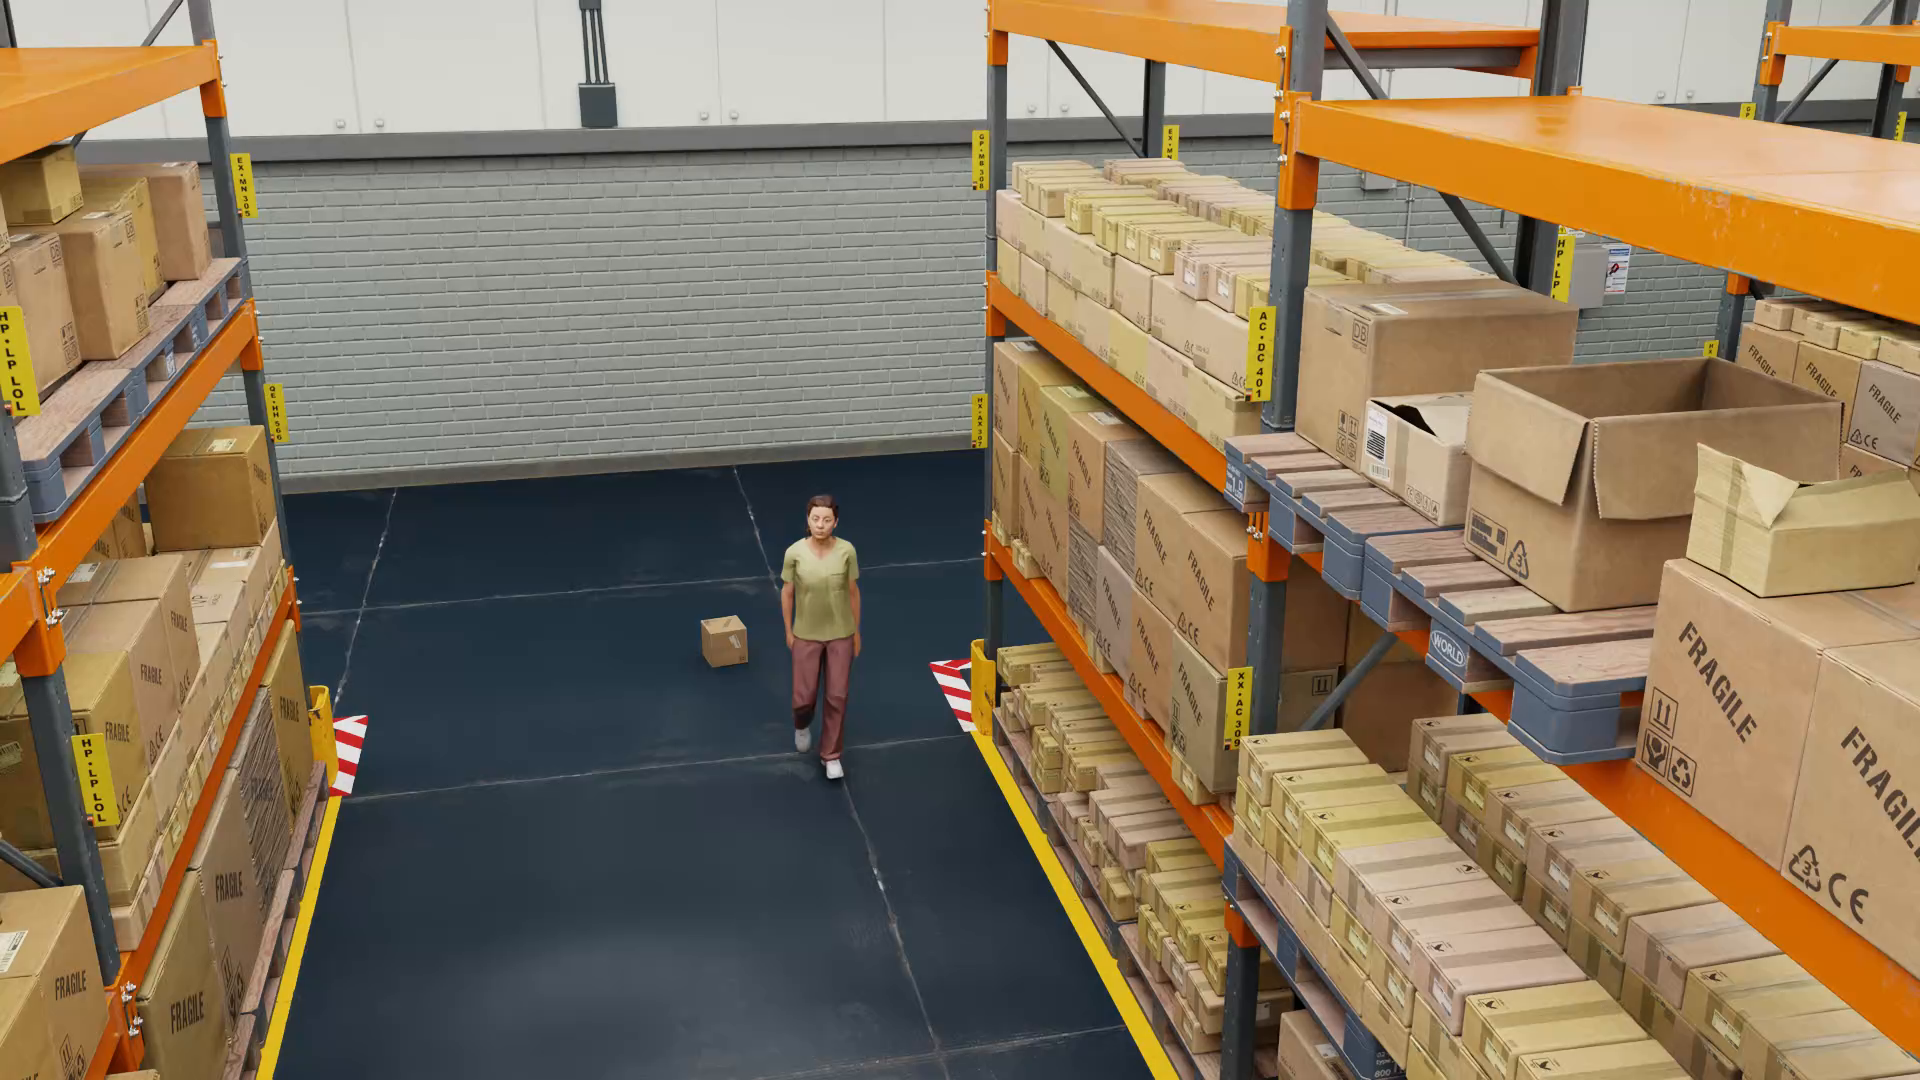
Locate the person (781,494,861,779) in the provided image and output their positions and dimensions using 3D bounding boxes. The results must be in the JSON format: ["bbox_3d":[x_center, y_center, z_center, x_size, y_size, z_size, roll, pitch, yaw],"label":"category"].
[{"bbox_3d":[-0.789,0.532,9.527,0.447,1.652,0.528,-4,20,-10],"label":"person"}]
